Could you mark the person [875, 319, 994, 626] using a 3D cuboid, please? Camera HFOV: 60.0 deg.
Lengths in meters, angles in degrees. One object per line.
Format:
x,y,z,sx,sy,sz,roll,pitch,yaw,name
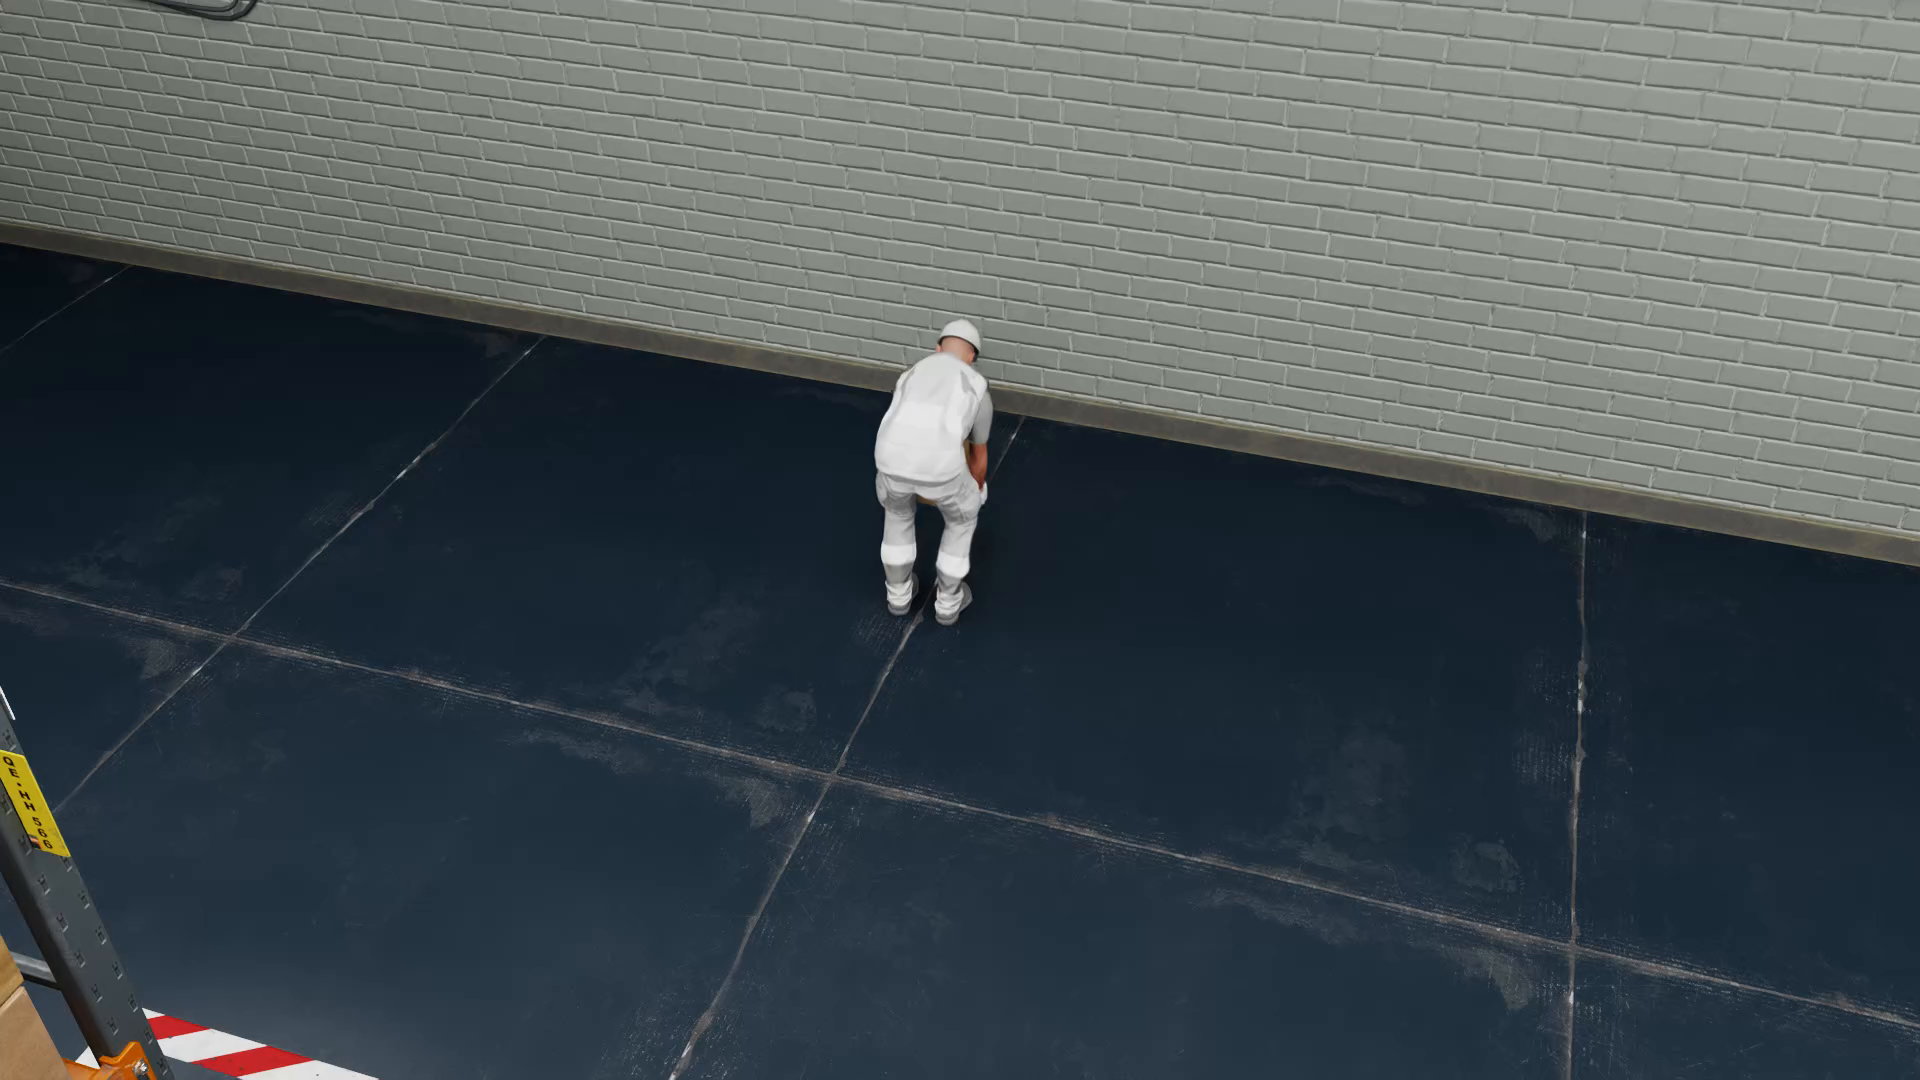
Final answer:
-0.093,-0.312,7.765,0.494,1.218,0.949,10,38,13,person
